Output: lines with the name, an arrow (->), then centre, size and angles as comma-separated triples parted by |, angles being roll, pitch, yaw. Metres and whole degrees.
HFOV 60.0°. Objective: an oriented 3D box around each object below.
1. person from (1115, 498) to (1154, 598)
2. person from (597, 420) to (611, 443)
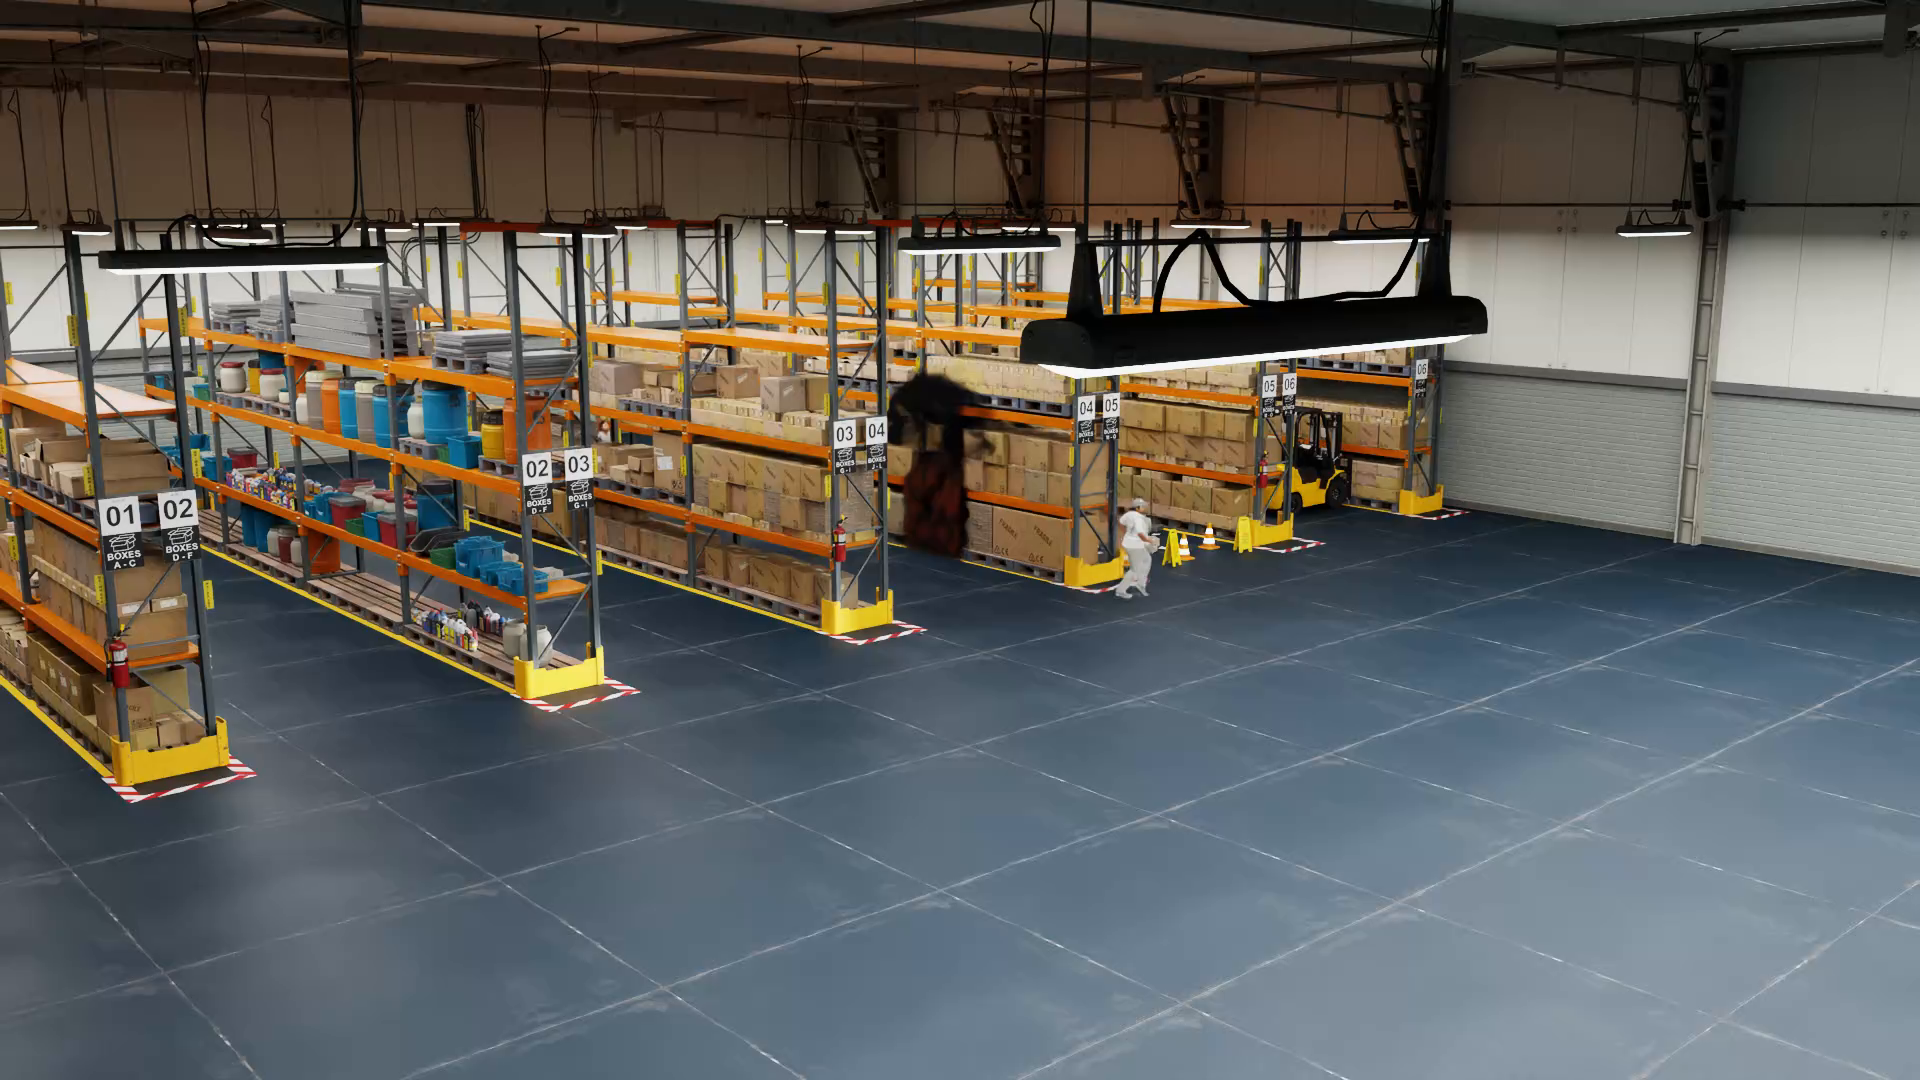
person -> 2.849, 0.153, 26.997 | 0.687, 1.692, 0.613 | -2, 12, -12
person -> -7.890, -1.833, 36.889 | 0.797, 1.665, 0.576 | 11, 16, 42
